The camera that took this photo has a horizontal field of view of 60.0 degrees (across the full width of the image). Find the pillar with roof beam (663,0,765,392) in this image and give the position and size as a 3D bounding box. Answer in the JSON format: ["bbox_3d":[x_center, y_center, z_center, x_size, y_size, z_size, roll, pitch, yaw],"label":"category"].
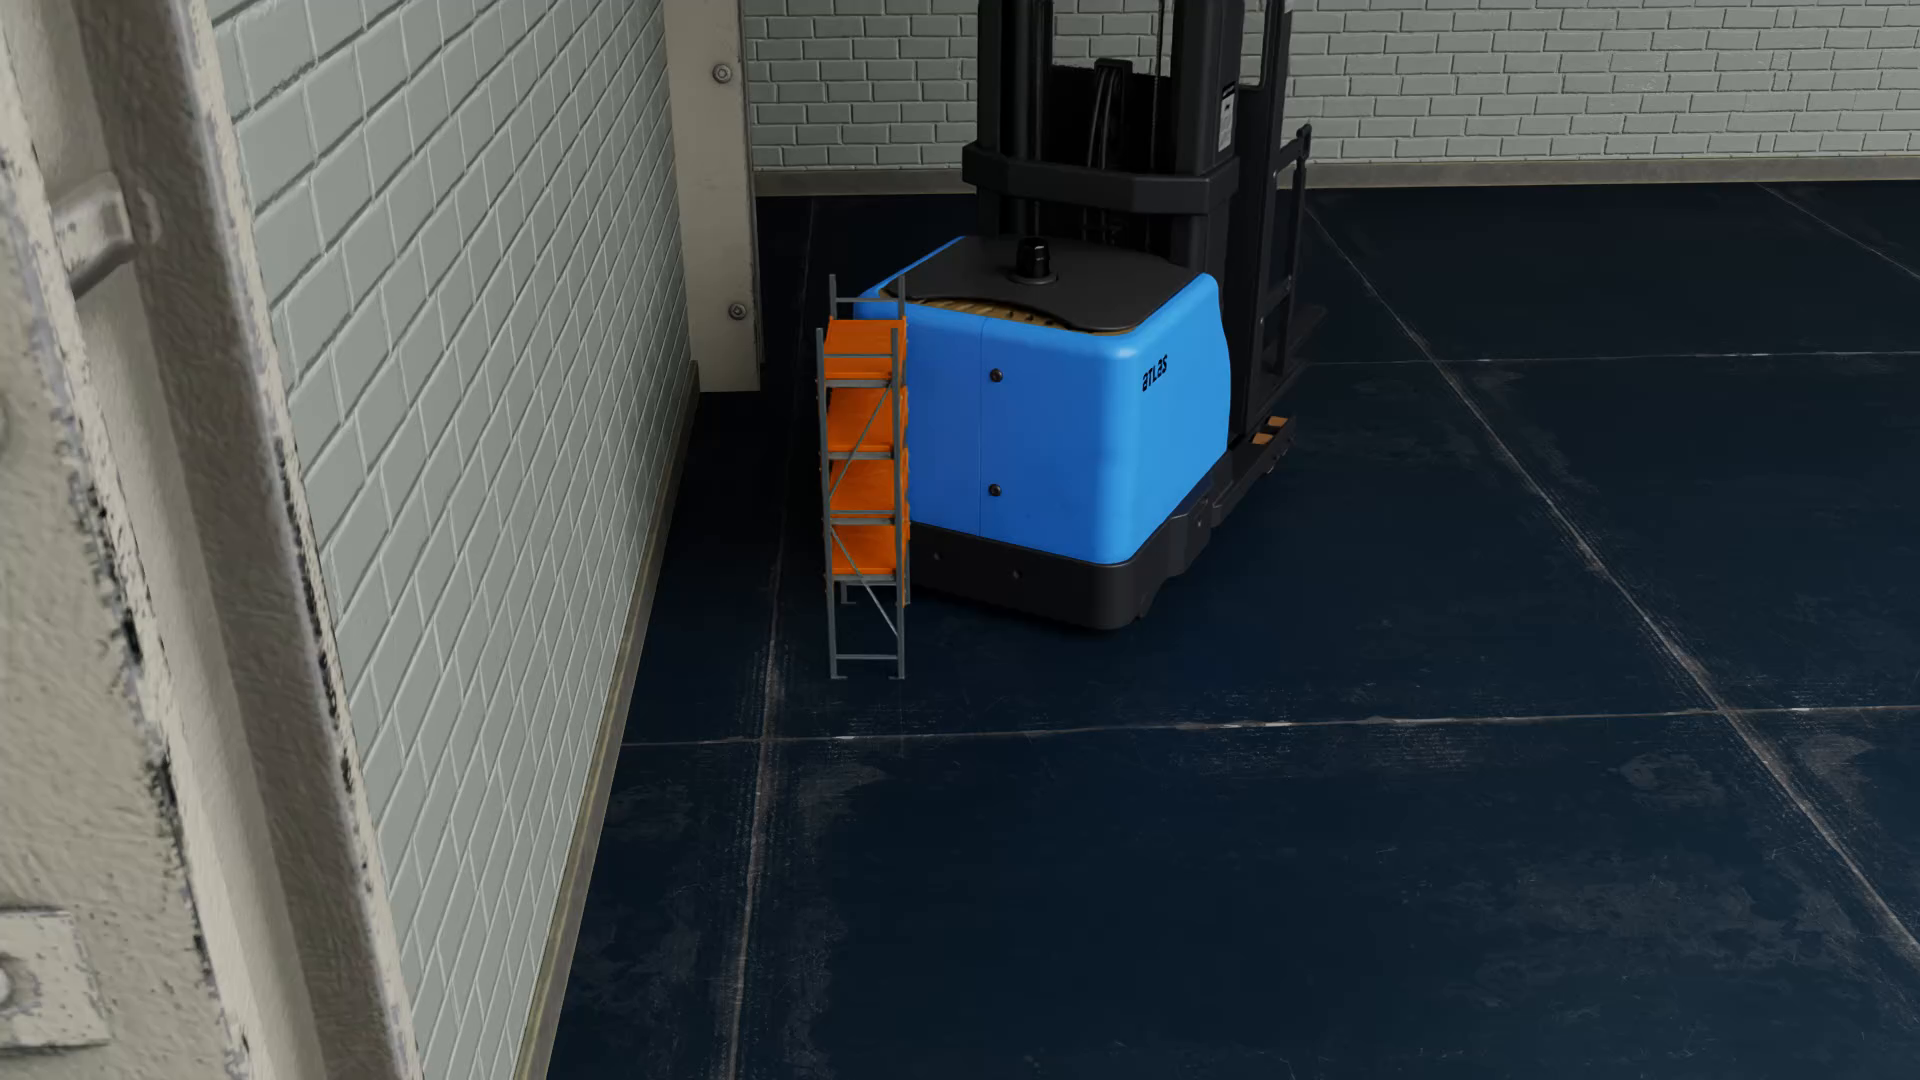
[{"bbox_3d":[3.227,-4.860,5.838,9.100,9.000,0.400,-1,28,-3],"label":"pillar with roof beam"}]

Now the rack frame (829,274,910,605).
[{"bbox_3d":[-0.296,-0.308,5.543,0.240,1.200,0.015,0,28,0],"label":"rack frame"}]

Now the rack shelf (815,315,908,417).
[{"bbox_3d":[-0.298,-0.543,5.145,0.258,0.148,0.480,0,28,0],"label":"rack shelf"}]

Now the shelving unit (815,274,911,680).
[{"bbox_3d":[-0.298,-0.195,5.326,0.258,1.200,0.503,0,28,0],"label":"shelving unit"}]

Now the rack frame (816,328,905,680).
[{"bbox_3d":[-0.299,-0.082,5.110,0.240,1.200,0.015,0,28,0],"label":"rack frame"}]

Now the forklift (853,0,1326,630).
[{"bbox_3d":[0.748,-1.653,6.251,1.130,2.935,3.031,13,30,24],"label":"forklift"}]

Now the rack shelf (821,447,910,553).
[{"bbox_3d":[-0.298,-0.135,5.358,0.258,0.148,0.480,0,28,0],"label":"rack shelf"}]

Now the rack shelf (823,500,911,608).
[{"bbox_3d":[-0.298,0.041,5.449,0.258,0.148,0.480,0,28,0],"label":"rack shelf"}]

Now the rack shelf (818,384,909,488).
[{"bbox_3d":[-0.298,-0.334,5.254,0.258,0.148,0.480,0,28,0],"label":"rack shelf"}]
